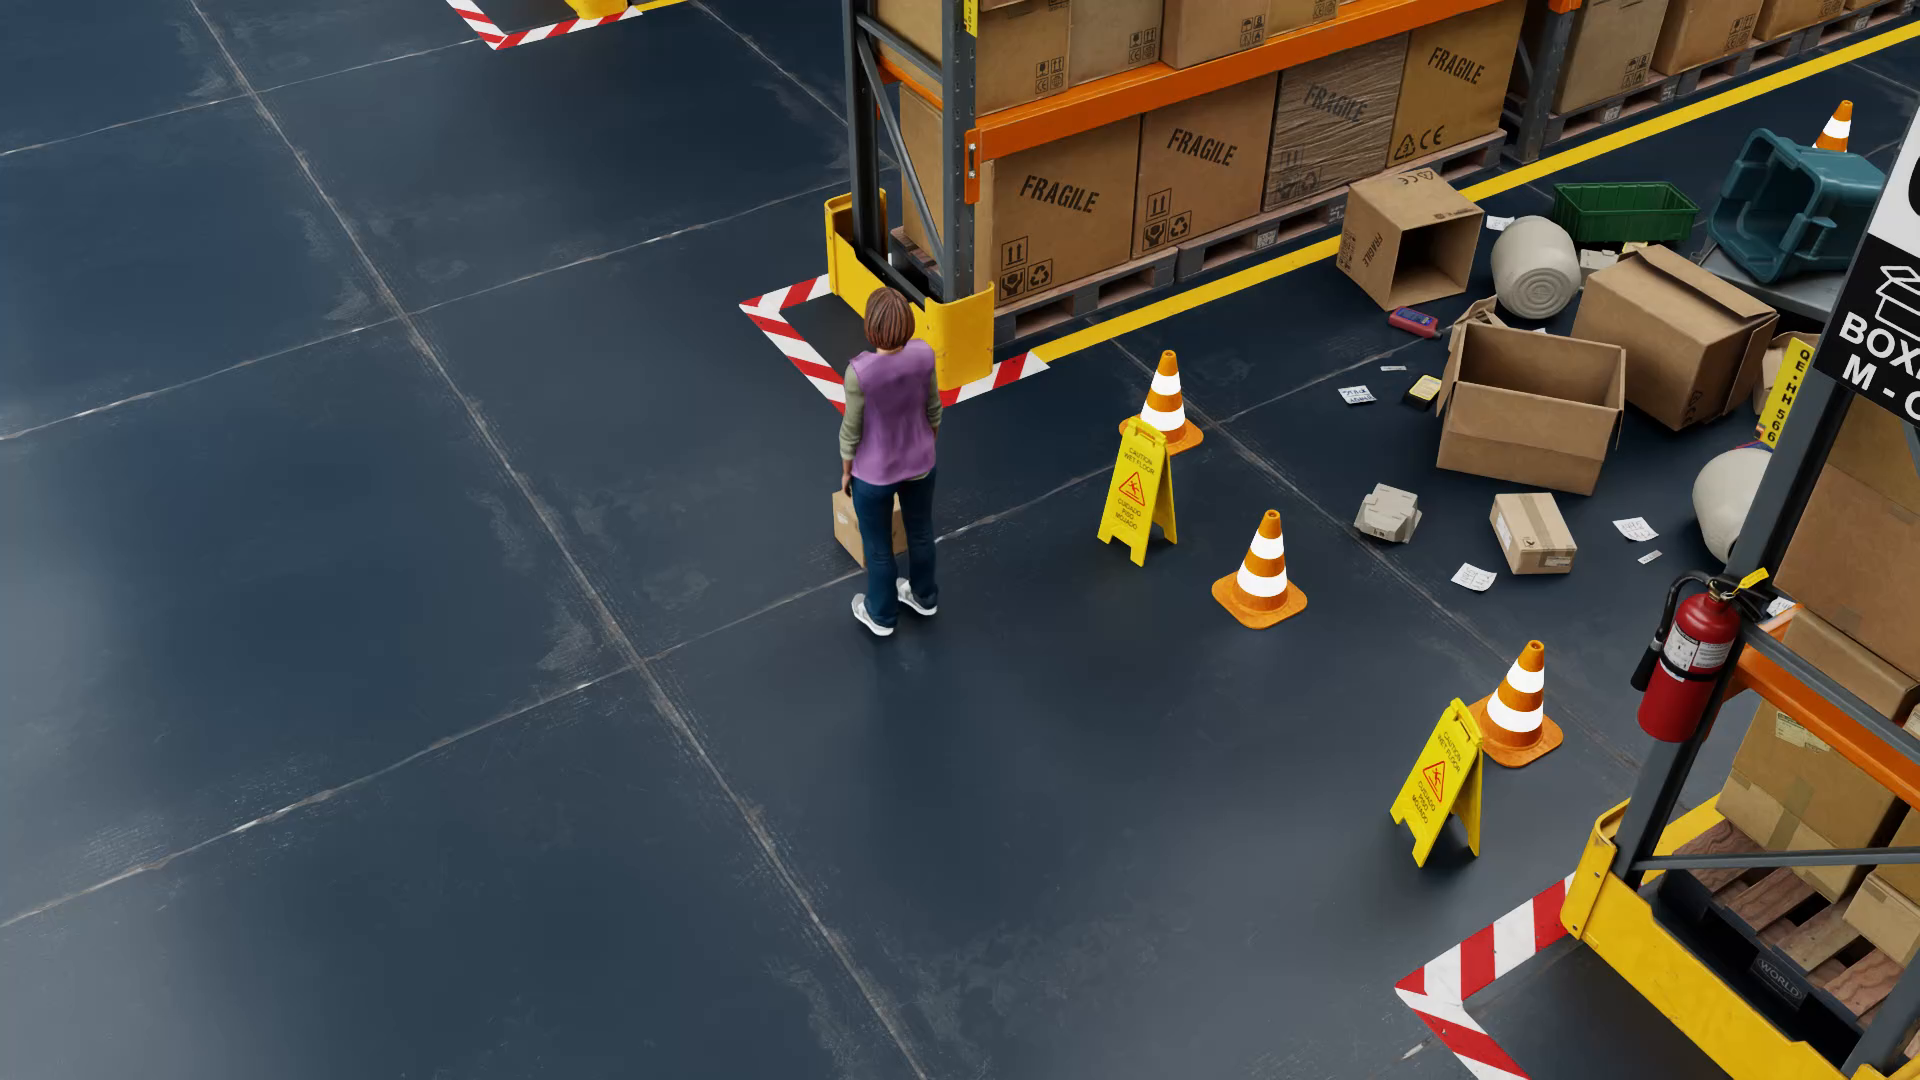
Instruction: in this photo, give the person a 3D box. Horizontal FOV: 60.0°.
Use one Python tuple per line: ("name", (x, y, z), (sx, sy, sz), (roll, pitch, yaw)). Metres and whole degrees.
("person", (-0.267, -0.293, 6.465), (0.424, 1.607, 0.321), (-18, 45, -20))
